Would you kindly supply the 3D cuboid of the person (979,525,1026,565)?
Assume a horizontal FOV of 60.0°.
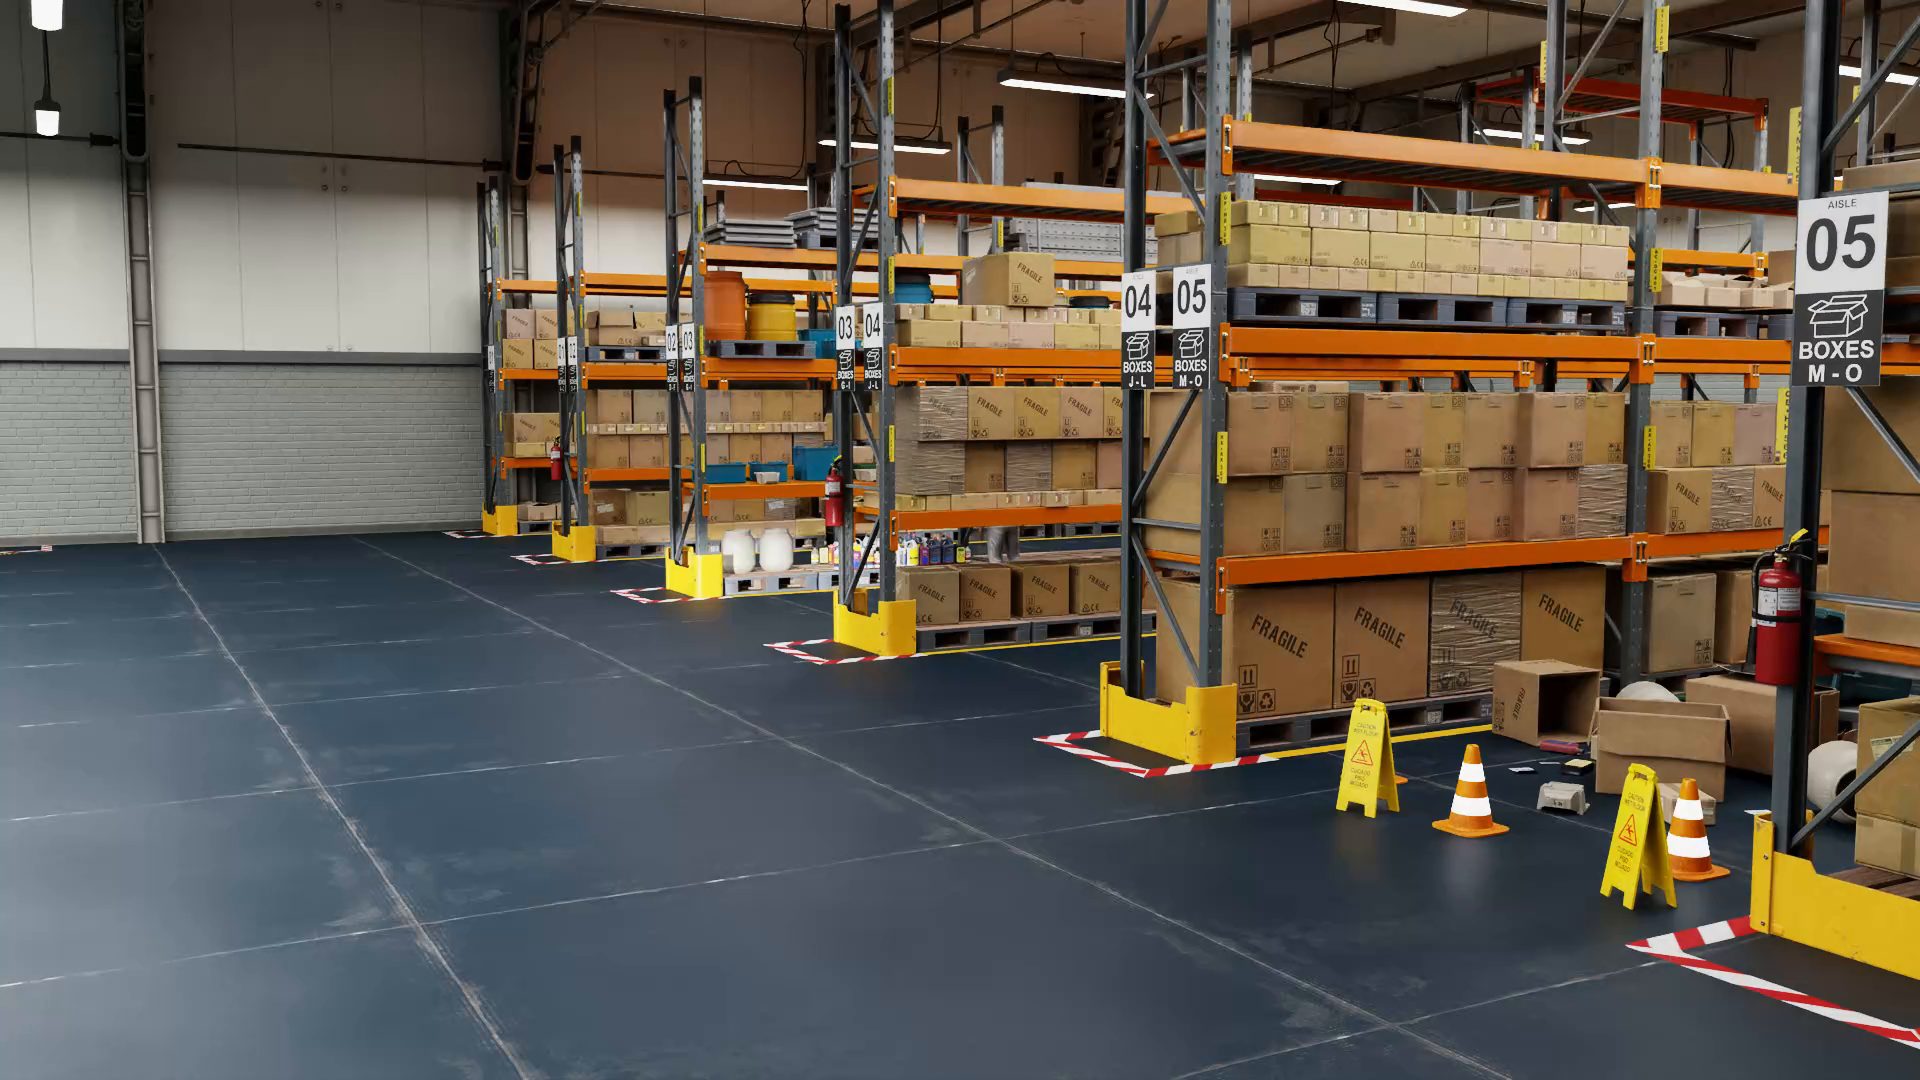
[{"bbox_3d":[0.501,-0.198,19.423,0.629,1.761,0.462,-3,6,-29],"label":"person"}]
